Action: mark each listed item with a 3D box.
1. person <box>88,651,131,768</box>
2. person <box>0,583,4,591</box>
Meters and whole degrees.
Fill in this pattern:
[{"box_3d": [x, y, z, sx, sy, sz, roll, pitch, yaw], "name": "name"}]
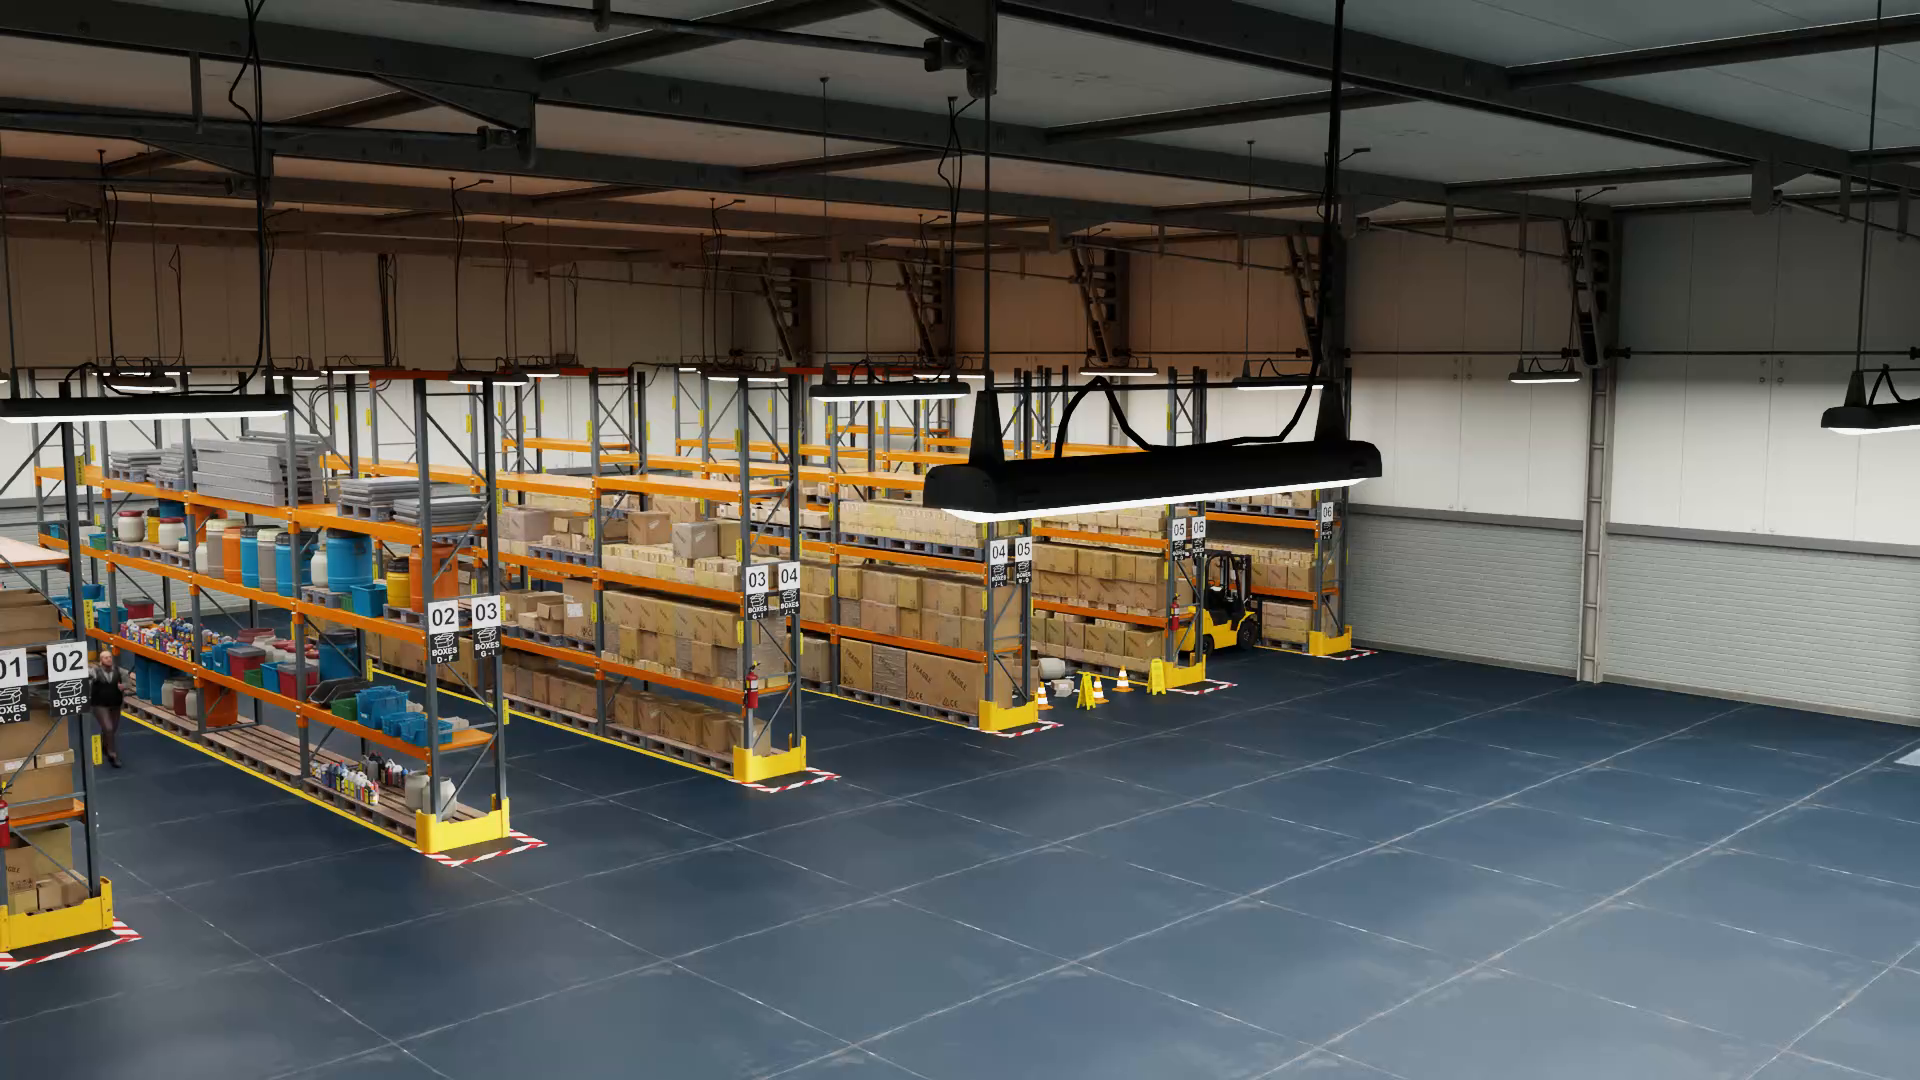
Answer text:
[{"box_3d": [-13.118, 2.570, 25.594, 0.910, 1.752, 0.637, 6, 9, 41], "name": "person"}, {"box_3d": [-19.500, 1.675, 33.729, 0.561, 1.699, 0.631, -4, 8, -34], "name": "person"}]
